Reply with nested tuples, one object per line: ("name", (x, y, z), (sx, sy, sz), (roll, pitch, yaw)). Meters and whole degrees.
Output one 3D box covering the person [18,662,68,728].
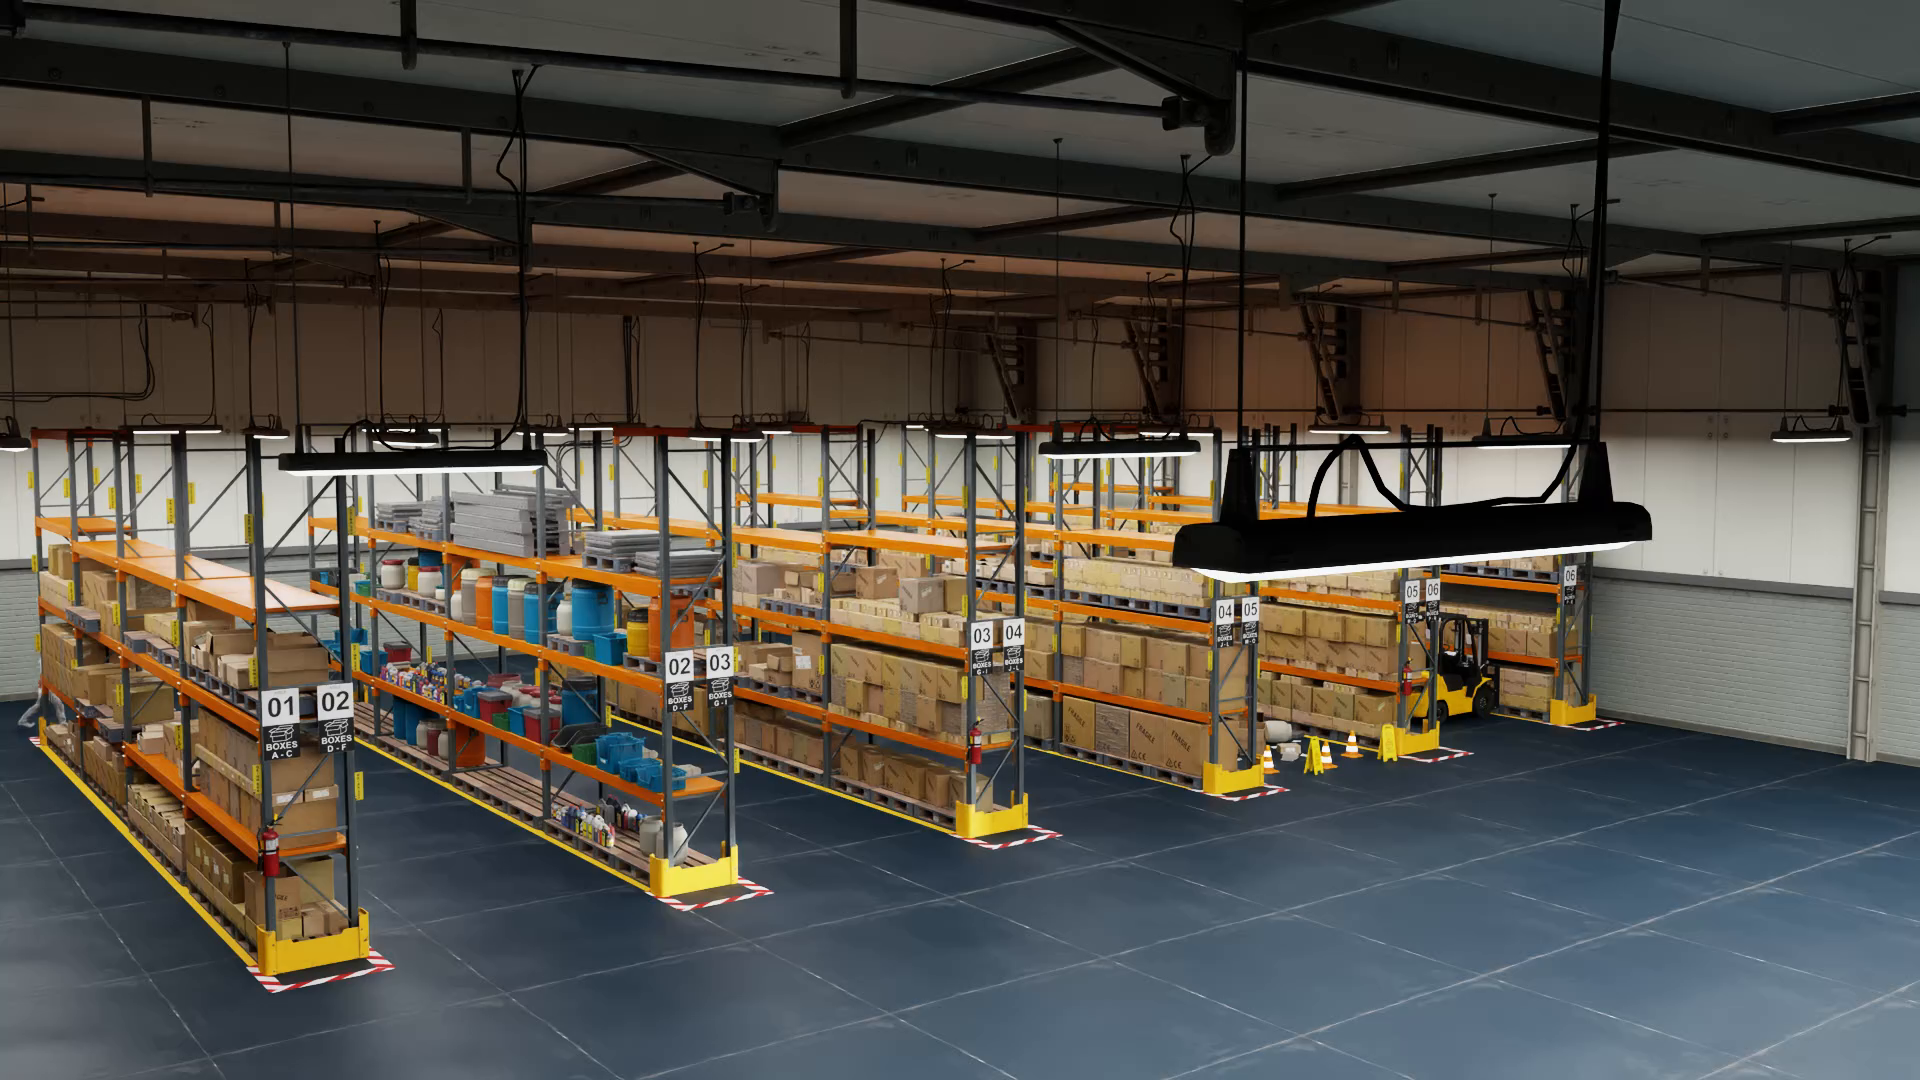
("person", (-17.998, 2.902, 32.787), (1.133, 1.728, 0.567), (-1, 5, -17))
